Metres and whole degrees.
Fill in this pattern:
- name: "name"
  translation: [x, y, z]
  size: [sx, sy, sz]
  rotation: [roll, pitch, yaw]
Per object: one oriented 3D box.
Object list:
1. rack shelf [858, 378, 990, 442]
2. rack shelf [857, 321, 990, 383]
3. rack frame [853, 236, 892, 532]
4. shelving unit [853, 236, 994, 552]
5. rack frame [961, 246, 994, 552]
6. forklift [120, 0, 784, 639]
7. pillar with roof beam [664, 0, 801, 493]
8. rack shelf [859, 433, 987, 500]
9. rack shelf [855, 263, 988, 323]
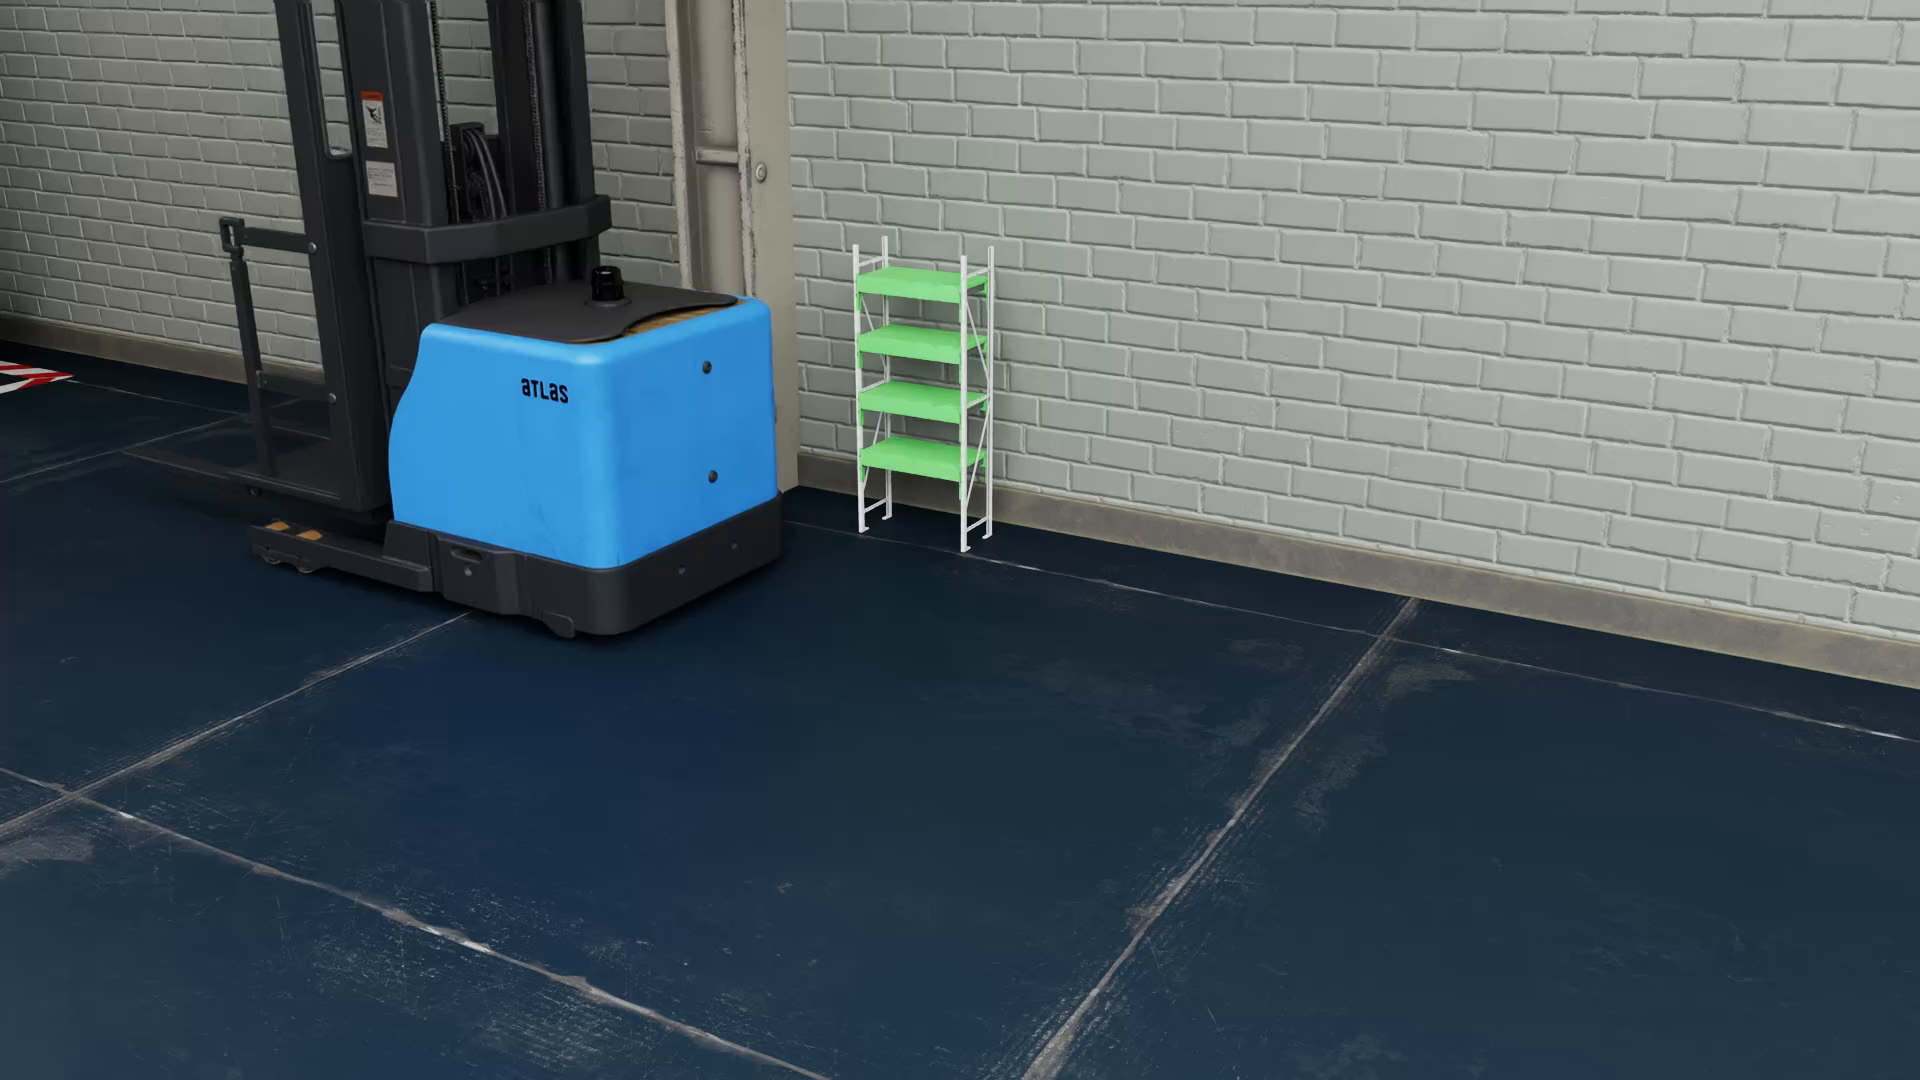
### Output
- name: "rack shelf"
  translation: [-0.145, -0.531, 6.758]
  size: [0.480, 0.148, 0.258]
  rotation: [11, 23, 27]
- name: "rack shelf"
  translation: [-0.145, -0.757, 6.676]
  size: [0.480, 0.148, 0.258]
  rotation: [11, 23, 27]
- name: "rack frame"
  translation: [-0.358, -0.632, 6.848]
  size: [0.015, 1.200, 0.240]
  rotation: [11, 23, 27]
- name: "shelving unit"
  translation: [-0.145, -0.592, 6.736]
  size: [0.503, 1.200, 0.258]
  rotation: [11, 23, 27]
- name: "rack frame"
  translation: [0.068, -0.551, 6.624]
  size: [0.015, 1.200, 0.240]
  rotation: [11, 23, 27]
- name: "forklift"
  translation: [-2.216, -1.388, 6.392]
  size: [3.031, 2.935, 1.130]
  rotation: [12, 23, 29]
- name: "pillar with roof beam"
  translation: [-3.065, -3.196, 2.480]
  size: [0.400, 9.000, 9.100]
  rotation: [11, 23, 27]
- name: "rack shelf"
  translation: [-0.145, -0.306, 6.840]
  size: [0.480, 0.148, 0.258]
  rotation: [11, 23, 27]
- name: "rack shelf"
  translation: [-0.145, -0.983, 6.594]
  size: [0.480, 0.148, 0.258]
  rotation: [11, 23, 27]
